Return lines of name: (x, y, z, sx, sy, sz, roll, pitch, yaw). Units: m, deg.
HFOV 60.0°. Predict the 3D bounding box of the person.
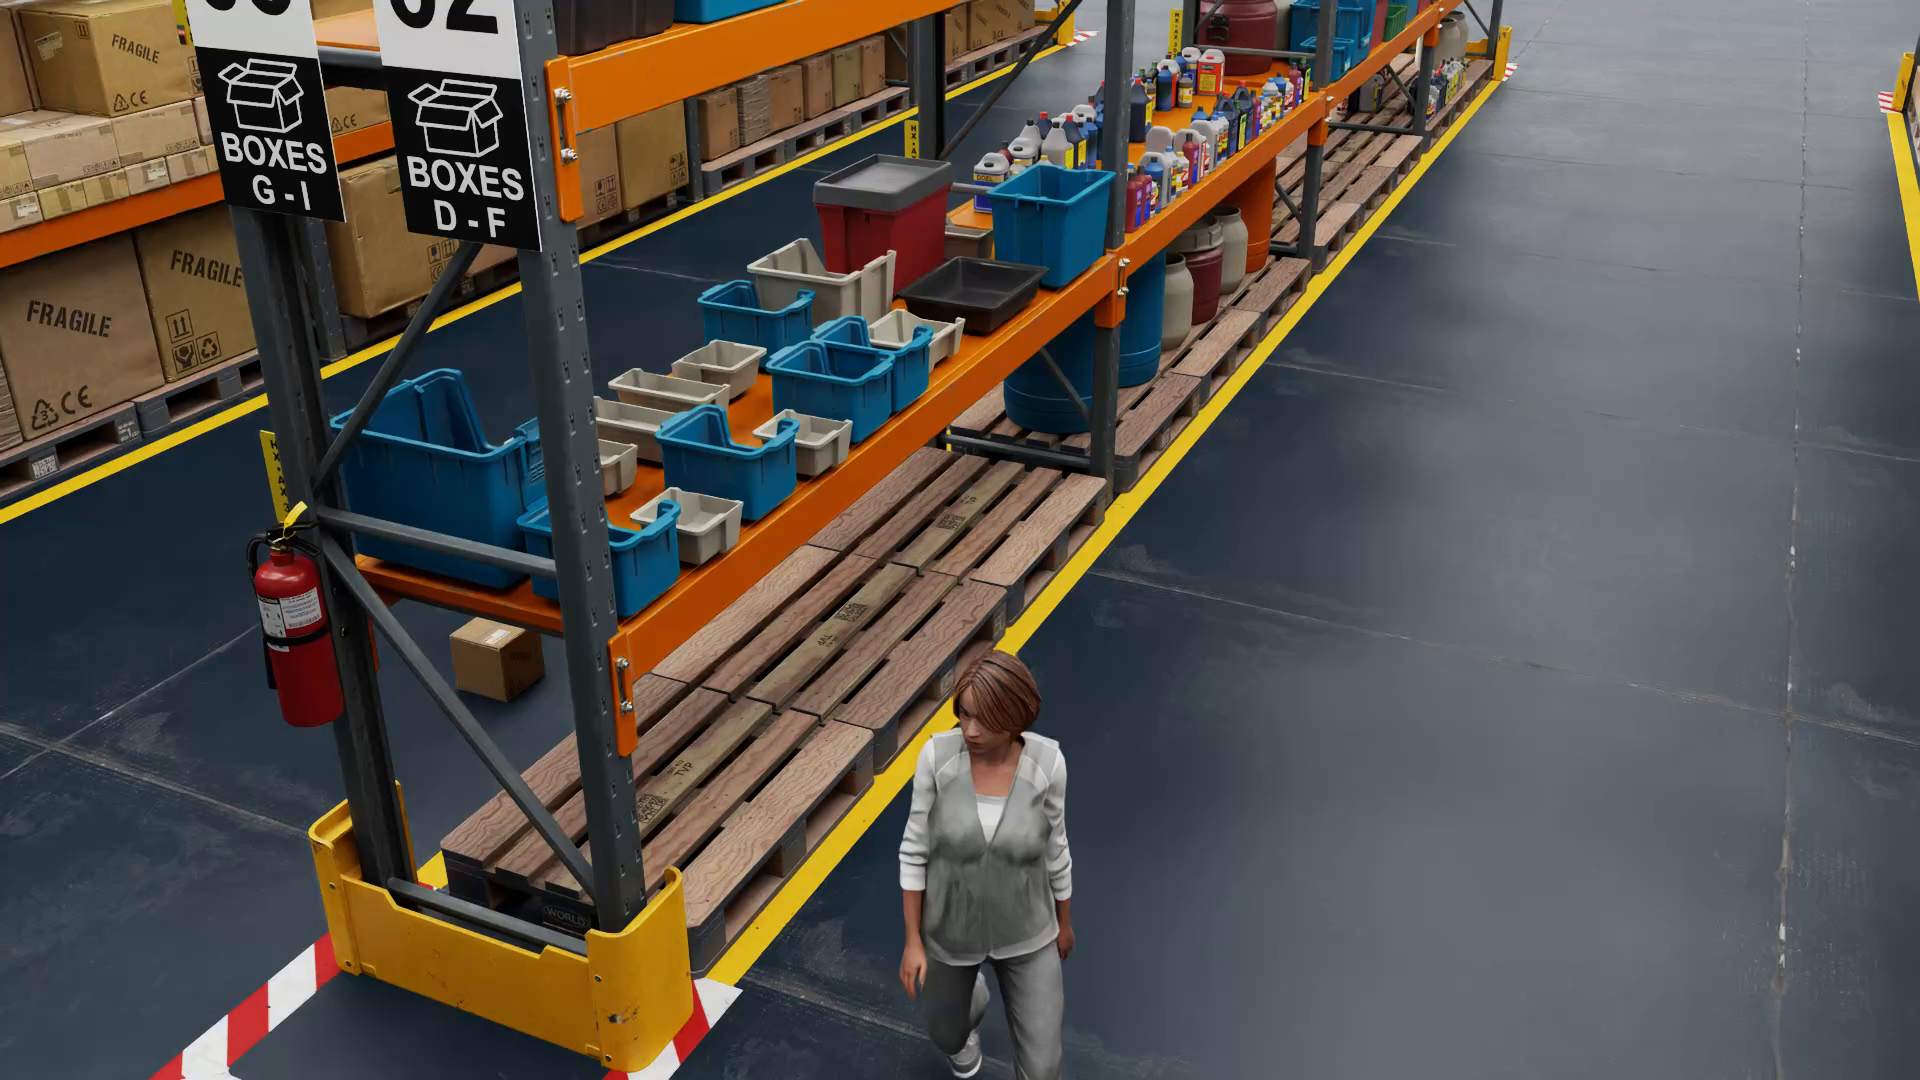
person: (0.074, 0.968, 4.176, 0.446, 1.551, 0.871, 0, 27, 0)
